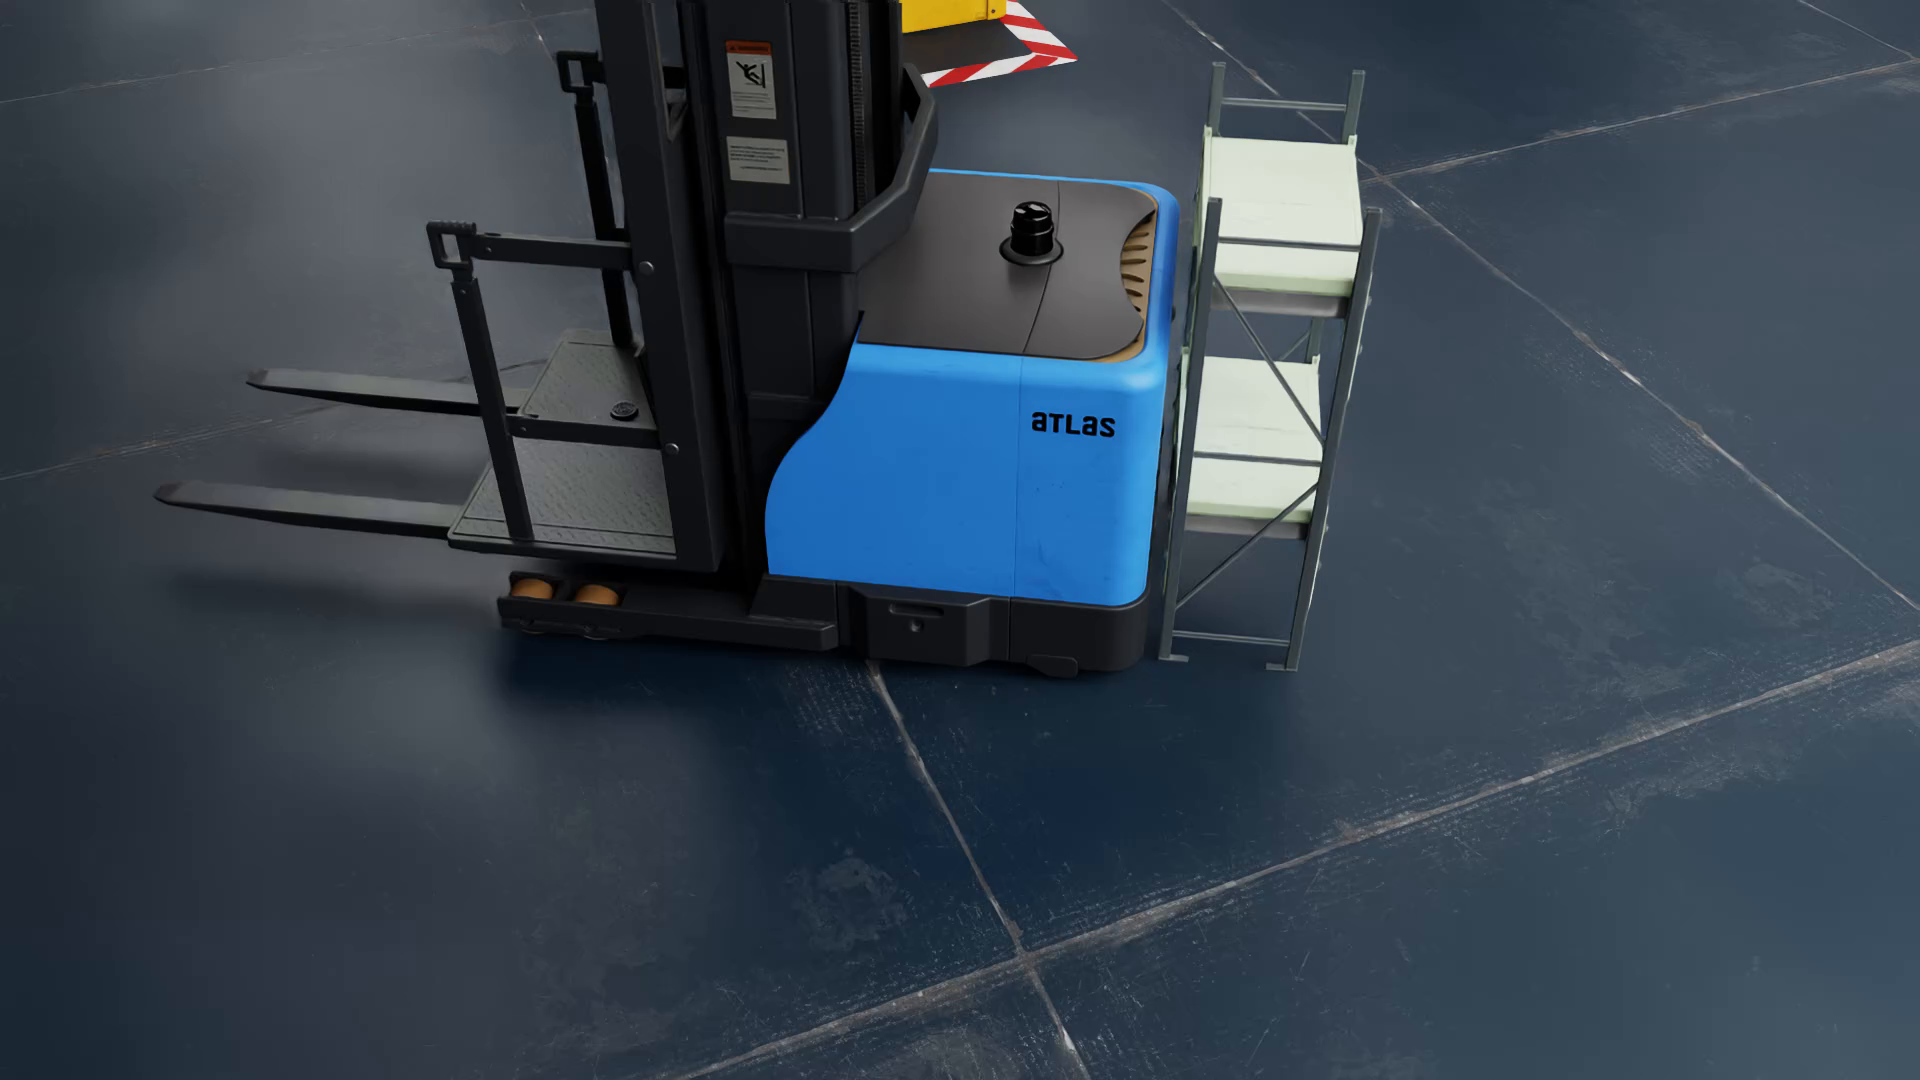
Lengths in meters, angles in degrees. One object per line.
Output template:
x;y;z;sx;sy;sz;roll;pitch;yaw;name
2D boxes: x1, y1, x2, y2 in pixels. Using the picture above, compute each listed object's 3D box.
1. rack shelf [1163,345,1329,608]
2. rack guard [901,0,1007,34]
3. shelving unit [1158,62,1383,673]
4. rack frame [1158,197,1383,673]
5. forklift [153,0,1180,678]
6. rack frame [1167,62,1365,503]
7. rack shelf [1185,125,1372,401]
0.823;-0.198;4.829;0.431;0.370;0.720;5;41;6;rack shelf
-0.354;-2.758;8.074;1.175;0.500;0.348;-15;43;-17;rack guard
0.823;-0.445;4.617;0.431;1.500;0.755;5;41;6;shelving unit
0.775;-0.208;4.342;0.400;1.500;0.023;5;41;6;rack frame
-0.913;-1.151;4.341;3.031;2.935;1.130;5;41;6;forklift
0.870;-0.681;4.892;0.400;1.500;0.023;5;41;6;rack frame
0.823;-0.741;4.362;0.431;0.370;0.720;5;41;6;rack shelf
